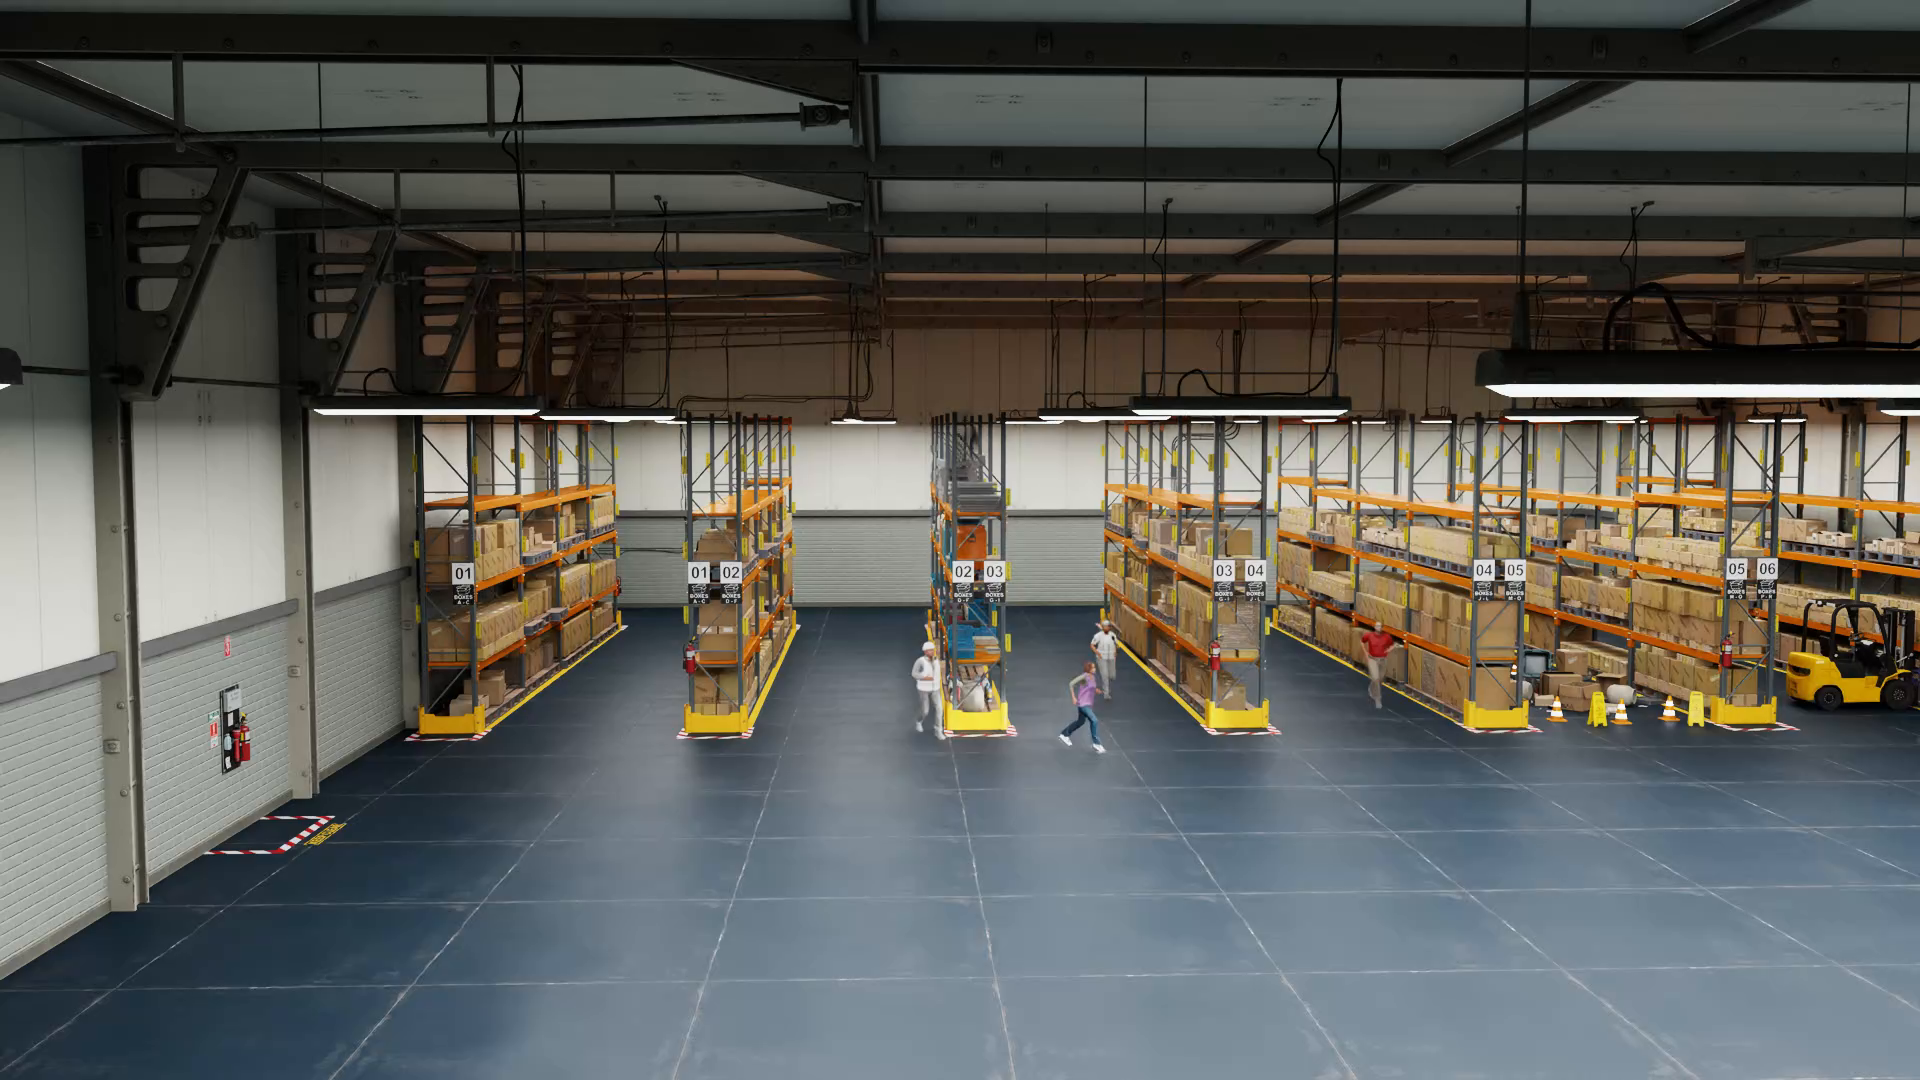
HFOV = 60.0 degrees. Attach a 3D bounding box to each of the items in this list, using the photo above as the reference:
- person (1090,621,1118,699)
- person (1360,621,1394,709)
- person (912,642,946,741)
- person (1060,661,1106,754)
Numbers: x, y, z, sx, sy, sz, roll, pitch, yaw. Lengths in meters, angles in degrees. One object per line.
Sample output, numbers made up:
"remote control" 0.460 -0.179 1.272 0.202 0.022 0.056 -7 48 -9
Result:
"person" 3.059 2.513 35.208 0.614 1.638 0.598 -1 4 -15
"person" 8.613 2.551 34.249 0.625 1.766 1.089 -1 4 -8
"person" -0.588 2.756 30.644 0.692 1.785 0.927 -2 4 -30
"person" 2.168 2.932 29.320 0.882 1.618 0.556 2 4 28
